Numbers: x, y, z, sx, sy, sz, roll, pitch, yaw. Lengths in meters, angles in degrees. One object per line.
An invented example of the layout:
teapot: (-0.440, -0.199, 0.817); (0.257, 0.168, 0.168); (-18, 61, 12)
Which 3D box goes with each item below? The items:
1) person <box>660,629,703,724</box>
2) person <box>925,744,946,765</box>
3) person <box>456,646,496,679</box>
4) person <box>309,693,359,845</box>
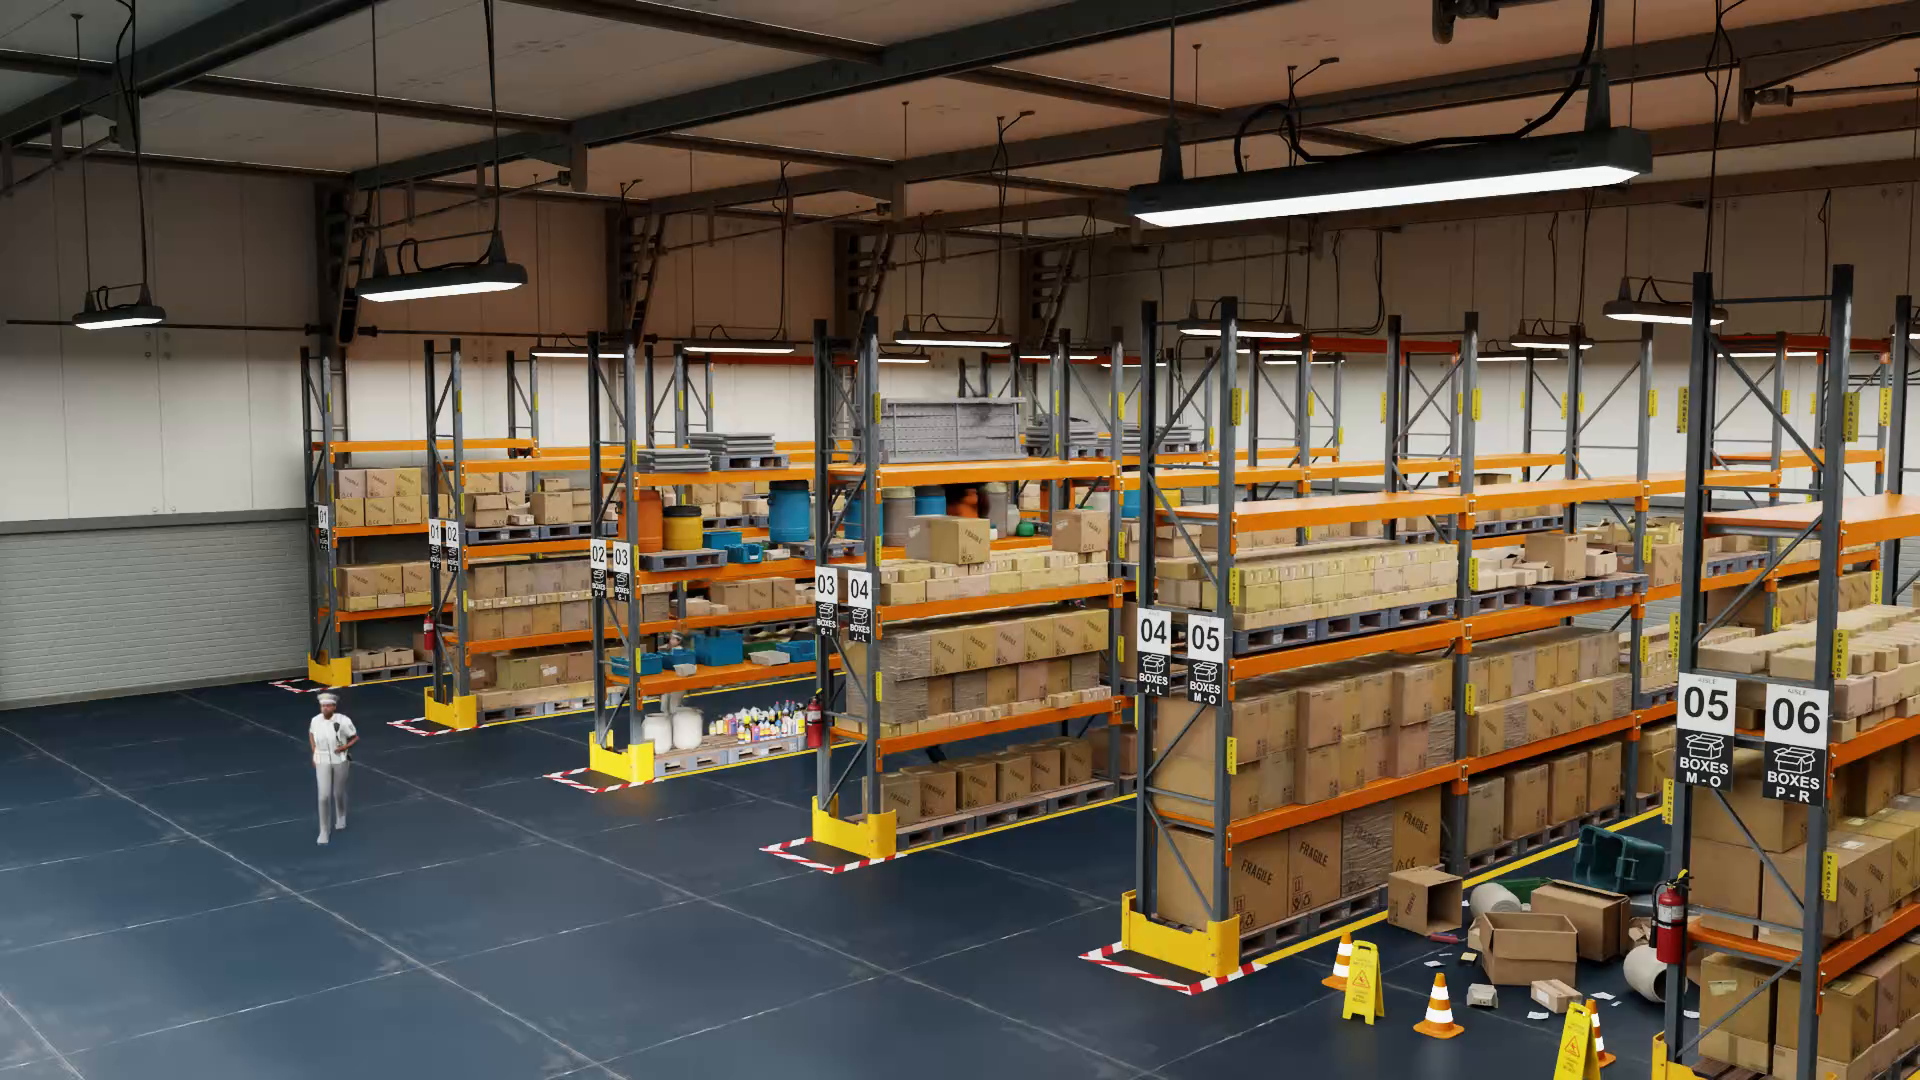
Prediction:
person: (-4.213, 2.159, 24.902); (0.677, 1.673, 0.618); (-4, 7, -41)
person: (-0.332, 2.444, 21.802); (0.638, 1.607, 0.516); (-5, 7, -44)
person: (-8.091, 1.836, 27.950); (0.719, 1.740, 0.770); (4, 6, 36)
person: (-7.292, 2.618, 19.395); (0.573, 1.748, 0.761); (-1, 5, -14)
